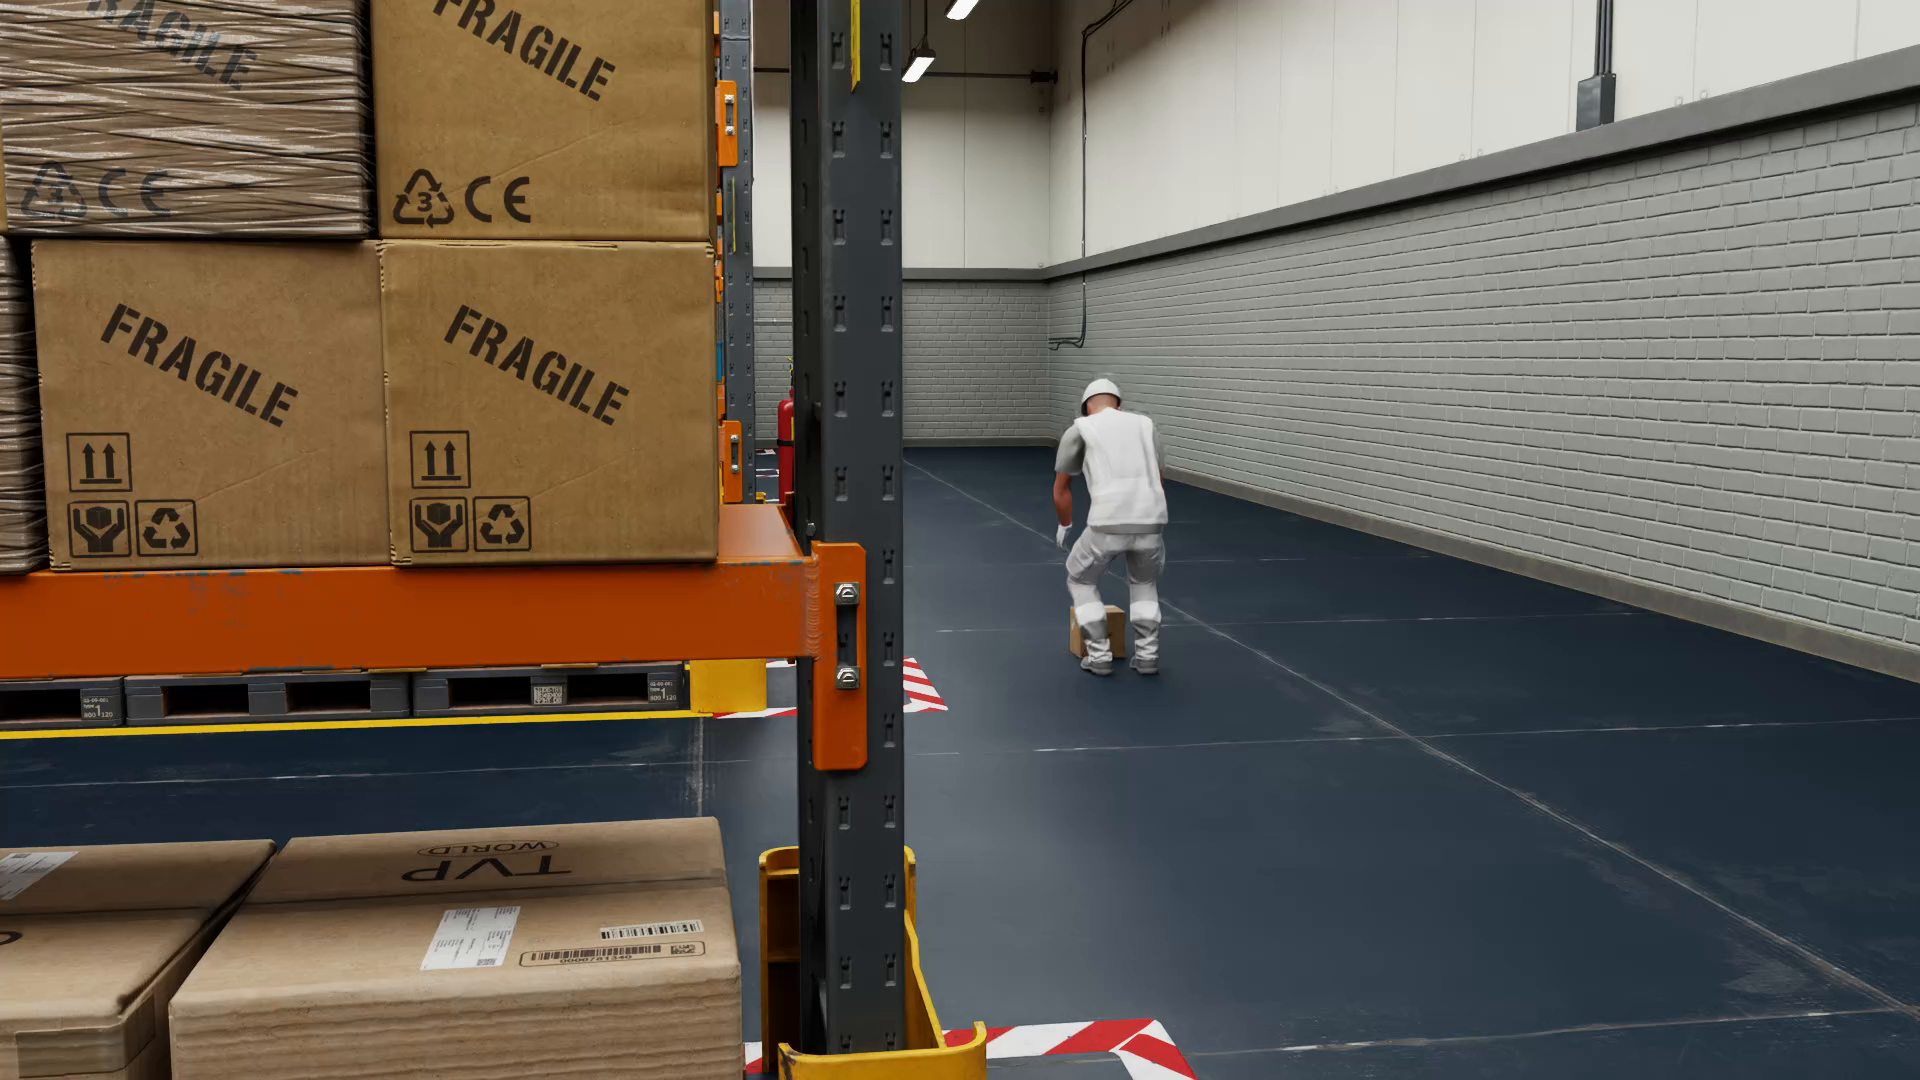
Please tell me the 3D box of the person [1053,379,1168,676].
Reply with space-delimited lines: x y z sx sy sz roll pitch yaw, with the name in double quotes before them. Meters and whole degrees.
"person" 0.775 -0.074 8.560 0.581 1.500 0.711 -1 6 -8
